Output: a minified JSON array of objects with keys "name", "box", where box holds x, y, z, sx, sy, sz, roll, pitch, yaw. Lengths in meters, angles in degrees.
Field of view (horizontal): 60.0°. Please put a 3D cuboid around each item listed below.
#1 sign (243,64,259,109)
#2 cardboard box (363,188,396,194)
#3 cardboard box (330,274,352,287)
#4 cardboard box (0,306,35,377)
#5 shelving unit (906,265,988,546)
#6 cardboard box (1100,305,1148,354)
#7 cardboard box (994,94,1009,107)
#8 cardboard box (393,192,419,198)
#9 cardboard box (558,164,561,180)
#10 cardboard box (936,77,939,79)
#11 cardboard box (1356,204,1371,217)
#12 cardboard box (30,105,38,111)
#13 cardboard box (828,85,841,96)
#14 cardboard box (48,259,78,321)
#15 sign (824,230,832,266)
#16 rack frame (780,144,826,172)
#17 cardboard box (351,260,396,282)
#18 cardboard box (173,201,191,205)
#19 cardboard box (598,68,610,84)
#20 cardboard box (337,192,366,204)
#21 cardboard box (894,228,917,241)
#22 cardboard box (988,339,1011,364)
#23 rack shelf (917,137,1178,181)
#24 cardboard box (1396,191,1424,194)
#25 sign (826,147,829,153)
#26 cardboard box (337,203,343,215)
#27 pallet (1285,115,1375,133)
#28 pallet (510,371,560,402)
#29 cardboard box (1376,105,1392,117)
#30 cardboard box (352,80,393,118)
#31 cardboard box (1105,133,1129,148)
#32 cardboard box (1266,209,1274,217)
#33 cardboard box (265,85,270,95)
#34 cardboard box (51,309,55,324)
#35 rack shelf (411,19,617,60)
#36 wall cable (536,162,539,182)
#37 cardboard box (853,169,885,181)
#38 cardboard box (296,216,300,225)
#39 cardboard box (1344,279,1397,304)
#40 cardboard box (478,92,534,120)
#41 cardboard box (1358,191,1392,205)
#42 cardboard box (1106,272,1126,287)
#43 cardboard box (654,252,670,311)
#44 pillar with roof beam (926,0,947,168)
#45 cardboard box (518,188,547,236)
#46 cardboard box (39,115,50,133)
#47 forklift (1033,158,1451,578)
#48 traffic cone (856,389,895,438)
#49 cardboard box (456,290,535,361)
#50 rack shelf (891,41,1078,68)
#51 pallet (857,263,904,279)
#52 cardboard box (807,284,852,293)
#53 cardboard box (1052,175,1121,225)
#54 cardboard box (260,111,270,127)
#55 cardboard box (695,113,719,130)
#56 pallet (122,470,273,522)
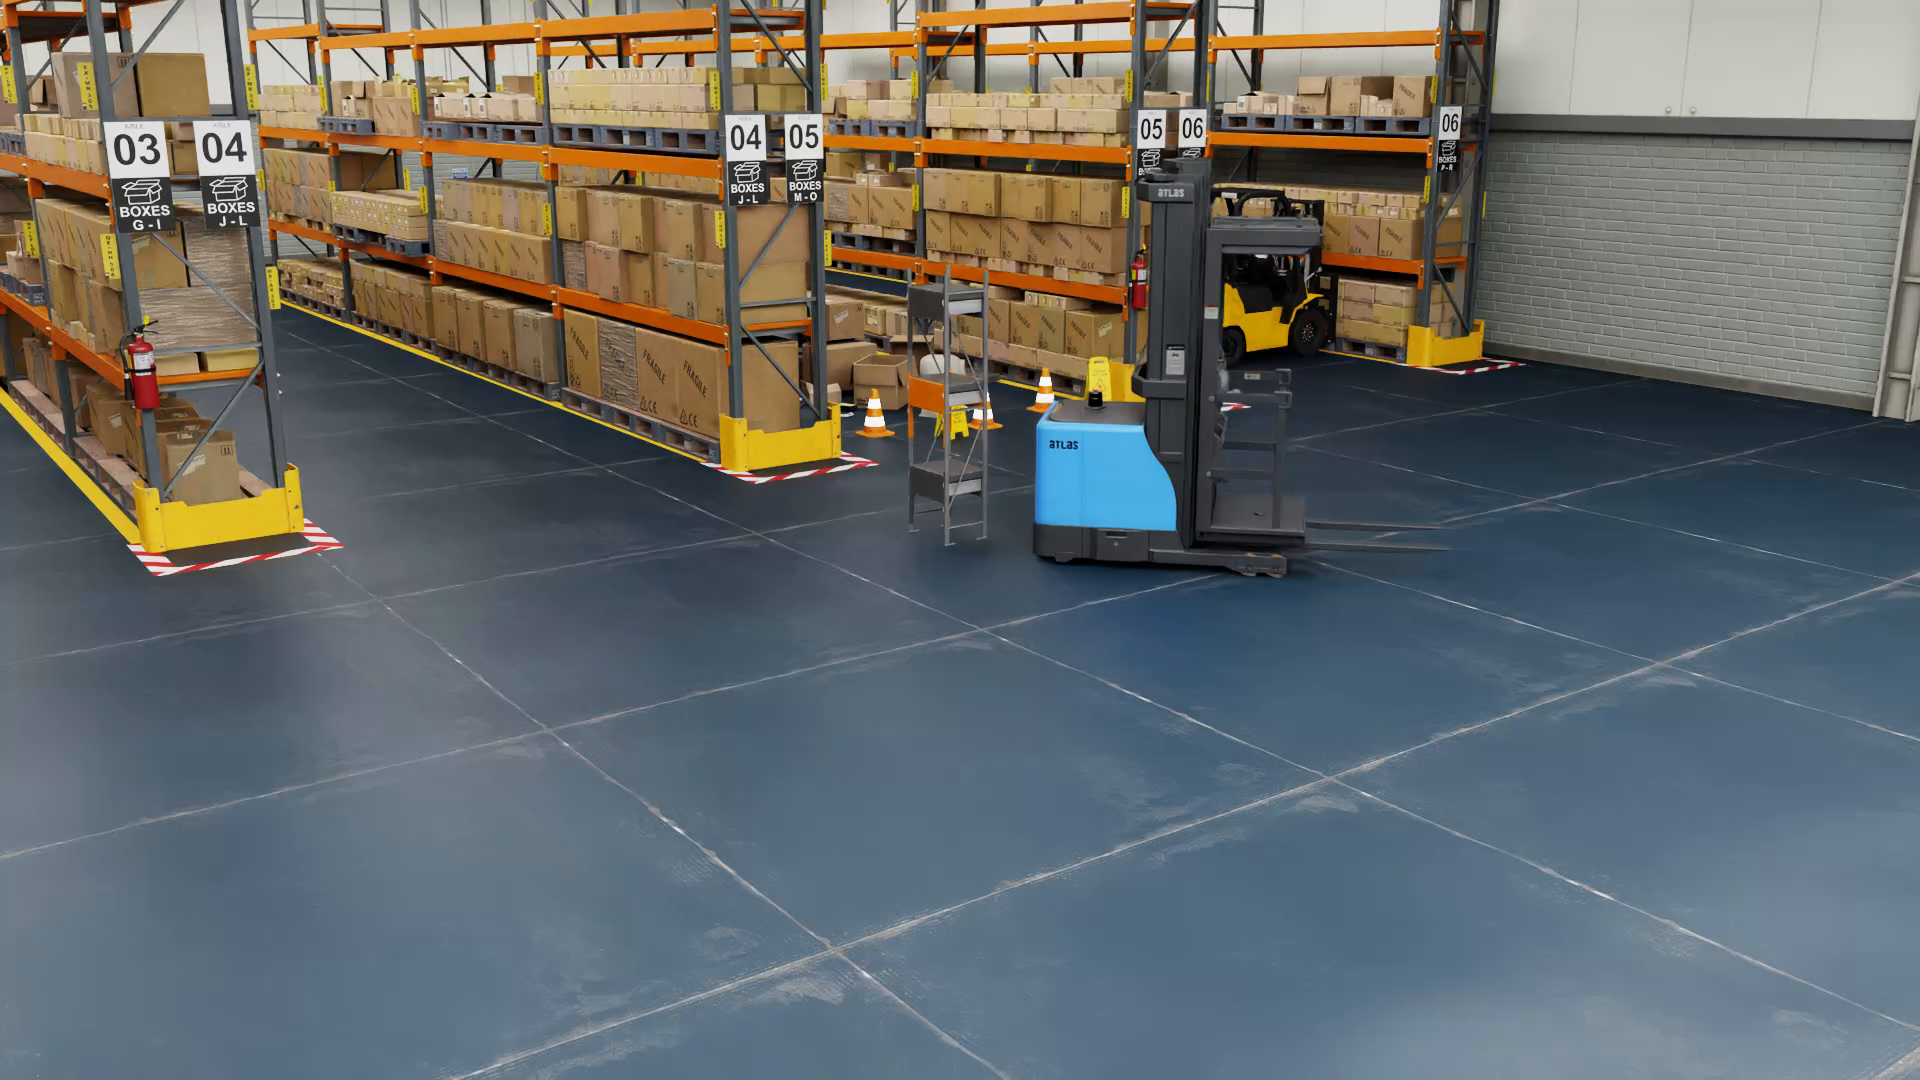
[{"name":"sign","box":[-5.338,-3.406,12.500,0.100,0.325,0.005,-11,19,-35]},{"name":"cardboard box","box":[-8.849,-5.101,25.277,0.500,0.500,0.500,-11,19,-36]},{"name":"cardboard box","box":[-9.364,-3.962,25.349,0.380,0.149,0.250,-11,19,-34]},{"name":"cardboard box","box":[-10.870,-2.490,19.720,1.225,0.875,0.875,-12,19,-37]},{"name":"shelving unit","box":[-0.097,-1.048,12.928,0.431,2.100,0.503,-11,19,-35]},{"name":"cardboard box","box":[1.974,-2.450,19.337,0.500,0.500,0.500,-12,19,-36]},{"name":"cardboard box","box":[0.618,-5.168,19.561,0.380,0.149,0.250,-11,19,-35]},{"name":"cardboard box","box":[-7.904,-4.908,23.880,0.380,0.149,0.250,-11,19,-35]},{"name":"cardboard box","box":[-7.117,-6.792,30.126,0.500,0.500,0.500,-11,19,-36]},{"name":"cardboard box","box":[-0.569,-8.190,29.779,0.396,0.266,0.258,-11,19,-35]},{"name":"cardboard box","box":[5.407,-4.324,21.774,0.380,0.149,0.250,-11,19,-35]},{"name":"cardboard box","box":[-8.763,-4.077,16.067,0.396,0.266,0.258,-10,18,-33]},{"name":"cardboard box","box":[-2.200,-8.481,31.471,0.500,0.250,0.500,-10,18,-33]},{"name":"cardboard box","box":[-7.649,-2.281,14.976,0.875,0.500,0.500,-11,19,-35]},{"name":"sign","box":[-1.253,-2.742,15.623,0.100,0.325,0.005,-11,19,-35]},{"name":"rack frame","box":[-3.156,-7.179,33.625,1.000,3.000,0.127,-11,19,-35]},{"name":"cardboard box","box":[-8.541,-3.924,24.249,0.500,0.250,0.500,-12,19,-37]},{"name":"cardboard box","box":[-7.054,-2.714,14.665,0.500,0.500,0.500,-11,19,-35]},{"name":"cardboard box","box":[-3.369,-4.615,16.553,0.380,0.149,0.250,-11,19,-35]},{"name":"cardboard box","box":[-8.733,-4.918,23.917,0.380,0.149,0.250,-10,18,-33]},{"name":"cardboard box","box":[-0.639,-3.994,21.667,0.380,0.149,0.250,-11,19,-34]},{"name":"cardboard box","box":[0.652,-2.329,20.316,0.500,0.250,0.500,-11,19,-35]},{"name":"rack shelf","box":[1.063,-4.518,19.583,1.077,0.370,4.000,-11,19,-35]},{"name":"cardboard box","box":[5.934,-4.487,21.808,0.380,0.149,0.250,-10,18,-33]},{"name":"sign","box":[-2.695,-7.972,33.729,0.100,0.325,0.005,-11,19,-35]},{"name":"cardboard box","box":[-8.748,-4.778,23.969,0.380,0.149,0.250,-11,19,-36]},{"name":"pallet","box":[5.135,-5.583,22.276,1.003,0.211,1.213,-11,19,-35]},{"name":"pallet","box":[-4.572,-1.864,19.486,1.003,0.211,1.213,-11,19,-35]},{"name":"cardboard box","box":[5.519,-5.469,21.184,0.380,0.149,0.250,-12,19,-36]},{"name":"cardboard box","box":[-7.959,-6.113,23.055,0.797,0.503,0.637,-11,19,-35]},{"name":"cardboard box","box":[1.803,-4.350,18.081,0.380,0.149,0.250,-11,19,-34]},{"name":"cardboard box","box":[4.568,-4.313,22.964,0.500,0.500,0.500,-11,19,-35]},{"name":"cardboard box","box":[-10.871,-7.195,26.582,0.380,0.149,0.250,-11,19,-35]},{"name":"cardboard box","box":[-8.246,-2.094,15.519,0.380,0.149,0.250,-11,19,-35]},{"name":"rack shelf","box":[-5.234,-5.836,19.475,1.077,0.370,4.000,-11,19,-35]},{"name":"wall cable","box":[-9.363,-8.321,35.872,0.588,1.984,0.122,-11,19,-35]},{"name":"cardboard box","box":[-1.275,-5.101,23.255,0.380,0.149,0.250,-12,19,-37]},{"name":"cardboard box","box":[-10.365,-5.110,26.541,0.380,0.149,0.250,-11,19,-36]},{"name":"cardboard box","box":[5.424,-3.279,21.895,0.500,0.250,0.500,-10,18,-34]},{"name":"cardboard box","box":[-5.266,-5.050,19.348,0.500,0.311,0.500,-12,19,-37]},{"name":"cardboard box","box":[5.438,-4.475,21.763,0.380,0.149,0.250,-11,19,-34]},{"name":"cardboard box","box":[1.846,-2.917,18.527,0.380,0.149,0.250,-10,18,-33]},{"name":"cardboard box","box":[-2.529,-2.599,16.607,0.875,0.550,0.550,-11,19,-35]},{"name":"pillar with roof beam","box":[-3.967,-8.839,28.325,9.100,9.000,0.400,-11,19,-35]},{"name":"cardboard box","box":[-4.658,-3.801,19.197,0.700,0.500,0.500,-11,19,-35]},{"name":"cardboard box","box":[-7.833,-3.649,14.574,0.380,0.149,0.250,-11,19,-34]},{"name":"forklift","box":[2.114,-1.292,12.244,3.031,2.935,1.130,3,16,10]},{"name":"traffic cone","box":[-0.869,-1.312,16.992,0.336,0.463,0.334,-11,19,-35]},{"name":"cardboard box","box":[-5.608,-2.697,20.714,1.050,0.750,0.750,-11,19,-34]},{"name":"rack shelf","box":[0.372,-8.252,28.299,1.077,0.370,4.000,-11,19,-35]},{"name":"pallet","box":[-1.207,-5.127,31.408,1.003,0.211,1.213,-11,19,-35]},{"name":"cardboard box","box":[-2.141,-3.513,24.410,0.950,0.372,0.625,-12,20,-38]},{"name":"cardboard box","box":[1.470,-3.850,18.813,0.700,0.500,0.500,-11,19,-34]},{"name":"cardboard box","box":[-11.056,-6.857,27.049,0.500,0.250,0.500,-10,18,-33]},{"name":"cardboard box","box":[-2.175,-3.796,15.073,0.380,0.149,0.250,-11,19,-35]},{"name":"pallet","box":[-6.271,-0.303,13.785,1.003,0.211,1.213,-11,19,-35]}]
